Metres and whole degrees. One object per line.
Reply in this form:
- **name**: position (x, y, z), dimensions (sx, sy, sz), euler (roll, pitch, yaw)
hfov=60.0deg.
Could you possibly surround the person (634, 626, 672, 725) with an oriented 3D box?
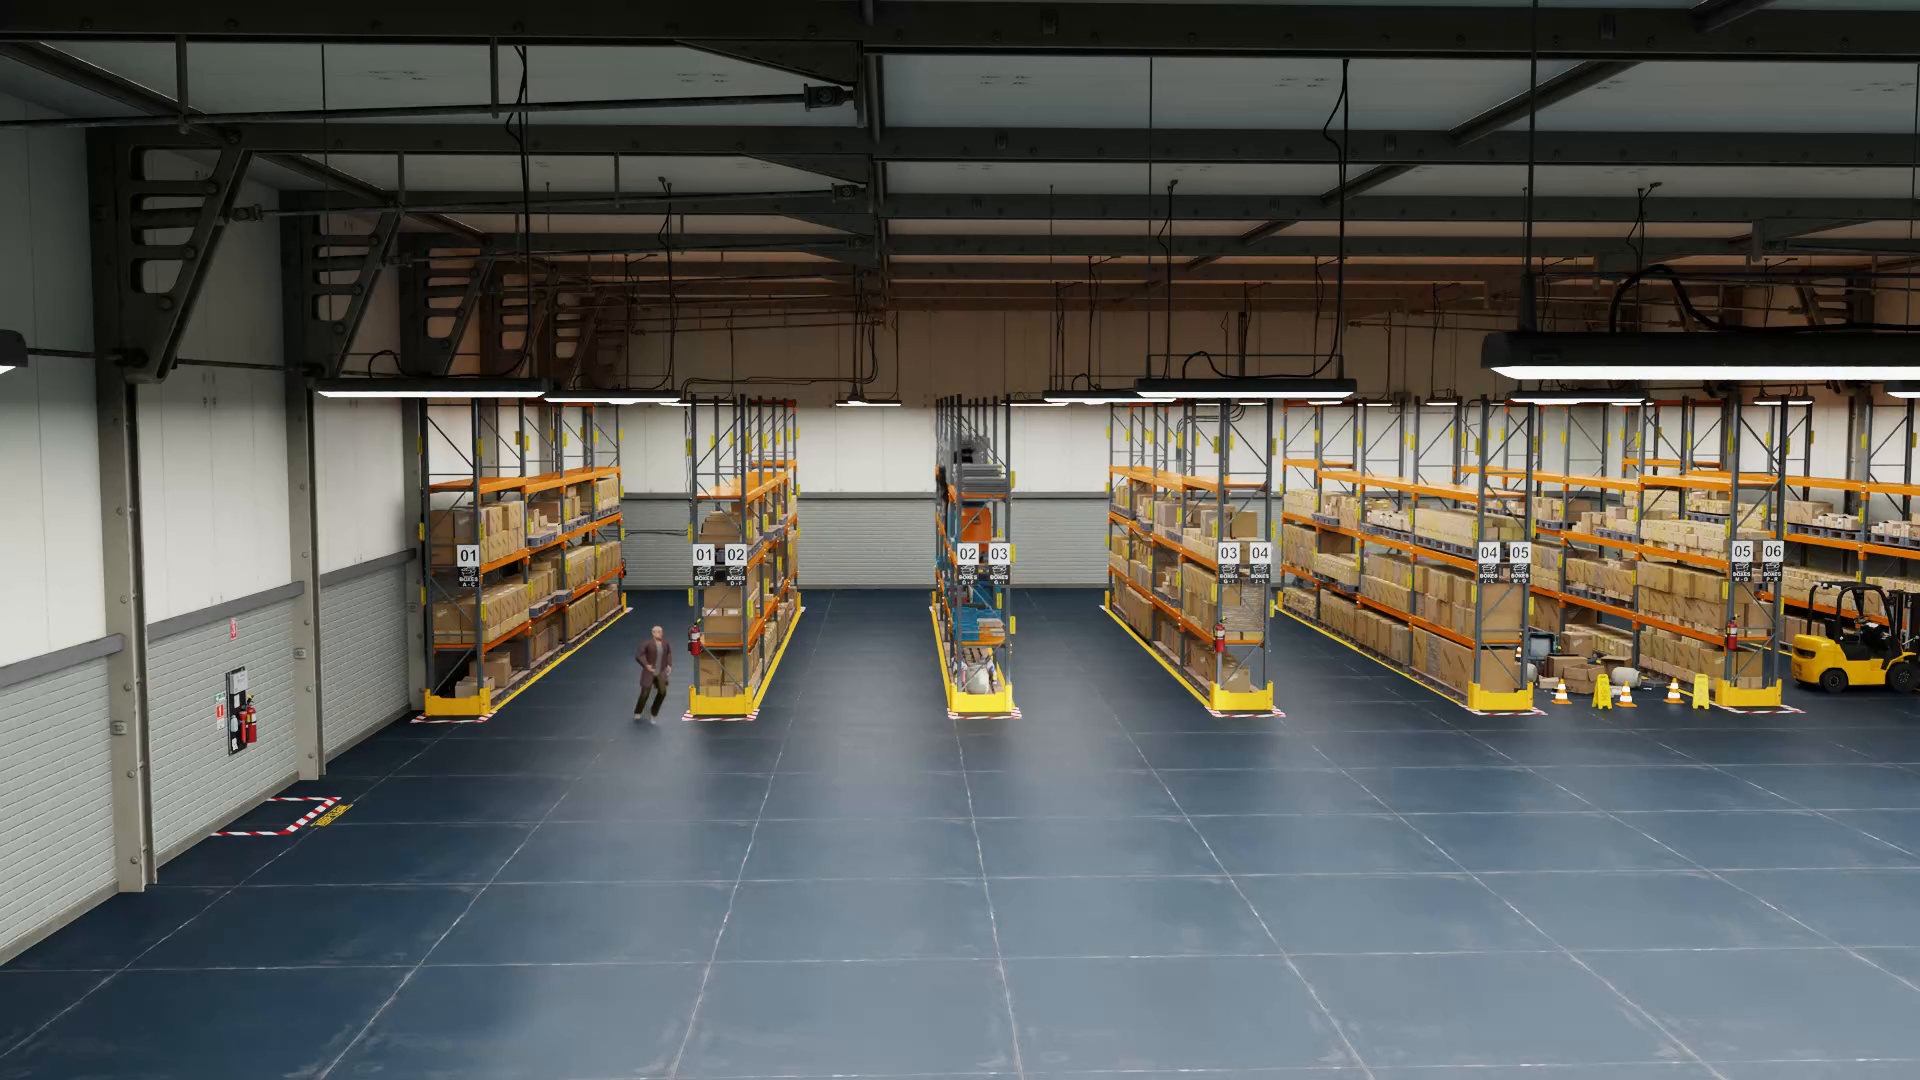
- **person**: position (-5.586, 2.470, 30.451), dimensions (0.771, 1.787, 0.727), euler (-3, 5, -31)

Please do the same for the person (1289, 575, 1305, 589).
- **person**: position (10.011, 0.987, 49.096), dimensions (0.888, 1.794, 0.724), euler (0, 4, 0)

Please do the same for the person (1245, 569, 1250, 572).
- **person**: position (8.011, 1.168, 47.230), dimensions (0.665, 1.689, 0.598), euler (1, 5, 11)
